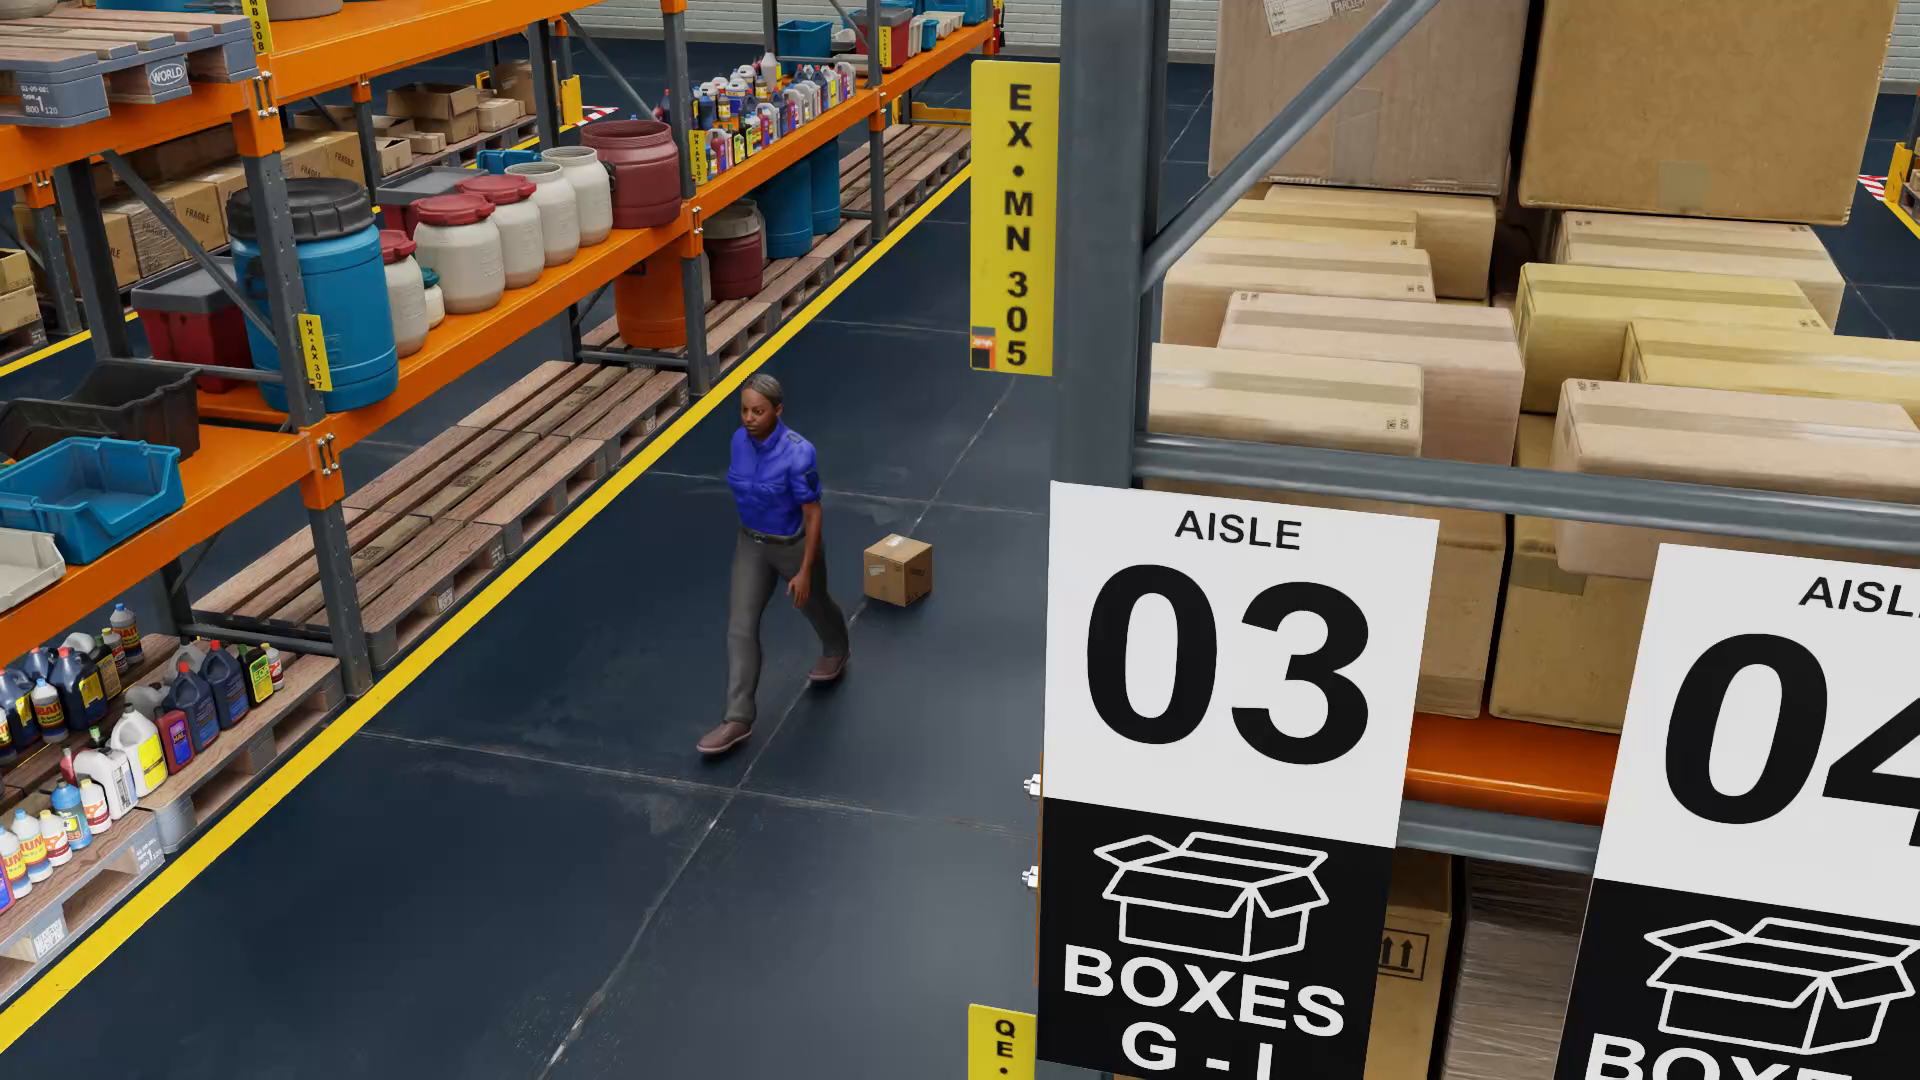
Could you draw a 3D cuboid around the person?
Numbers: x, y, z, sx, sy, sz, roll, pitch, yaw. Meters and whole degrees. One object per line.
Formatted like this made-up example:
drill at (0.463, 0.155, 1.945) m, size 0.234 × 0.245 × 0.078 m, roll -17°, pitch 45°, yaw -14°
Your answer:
person at (-0.770, 0.040, 7.040) m, size 0.476 × 1.587 × 1.030 m, roll 11°, pitch 28°, yaw 22°
